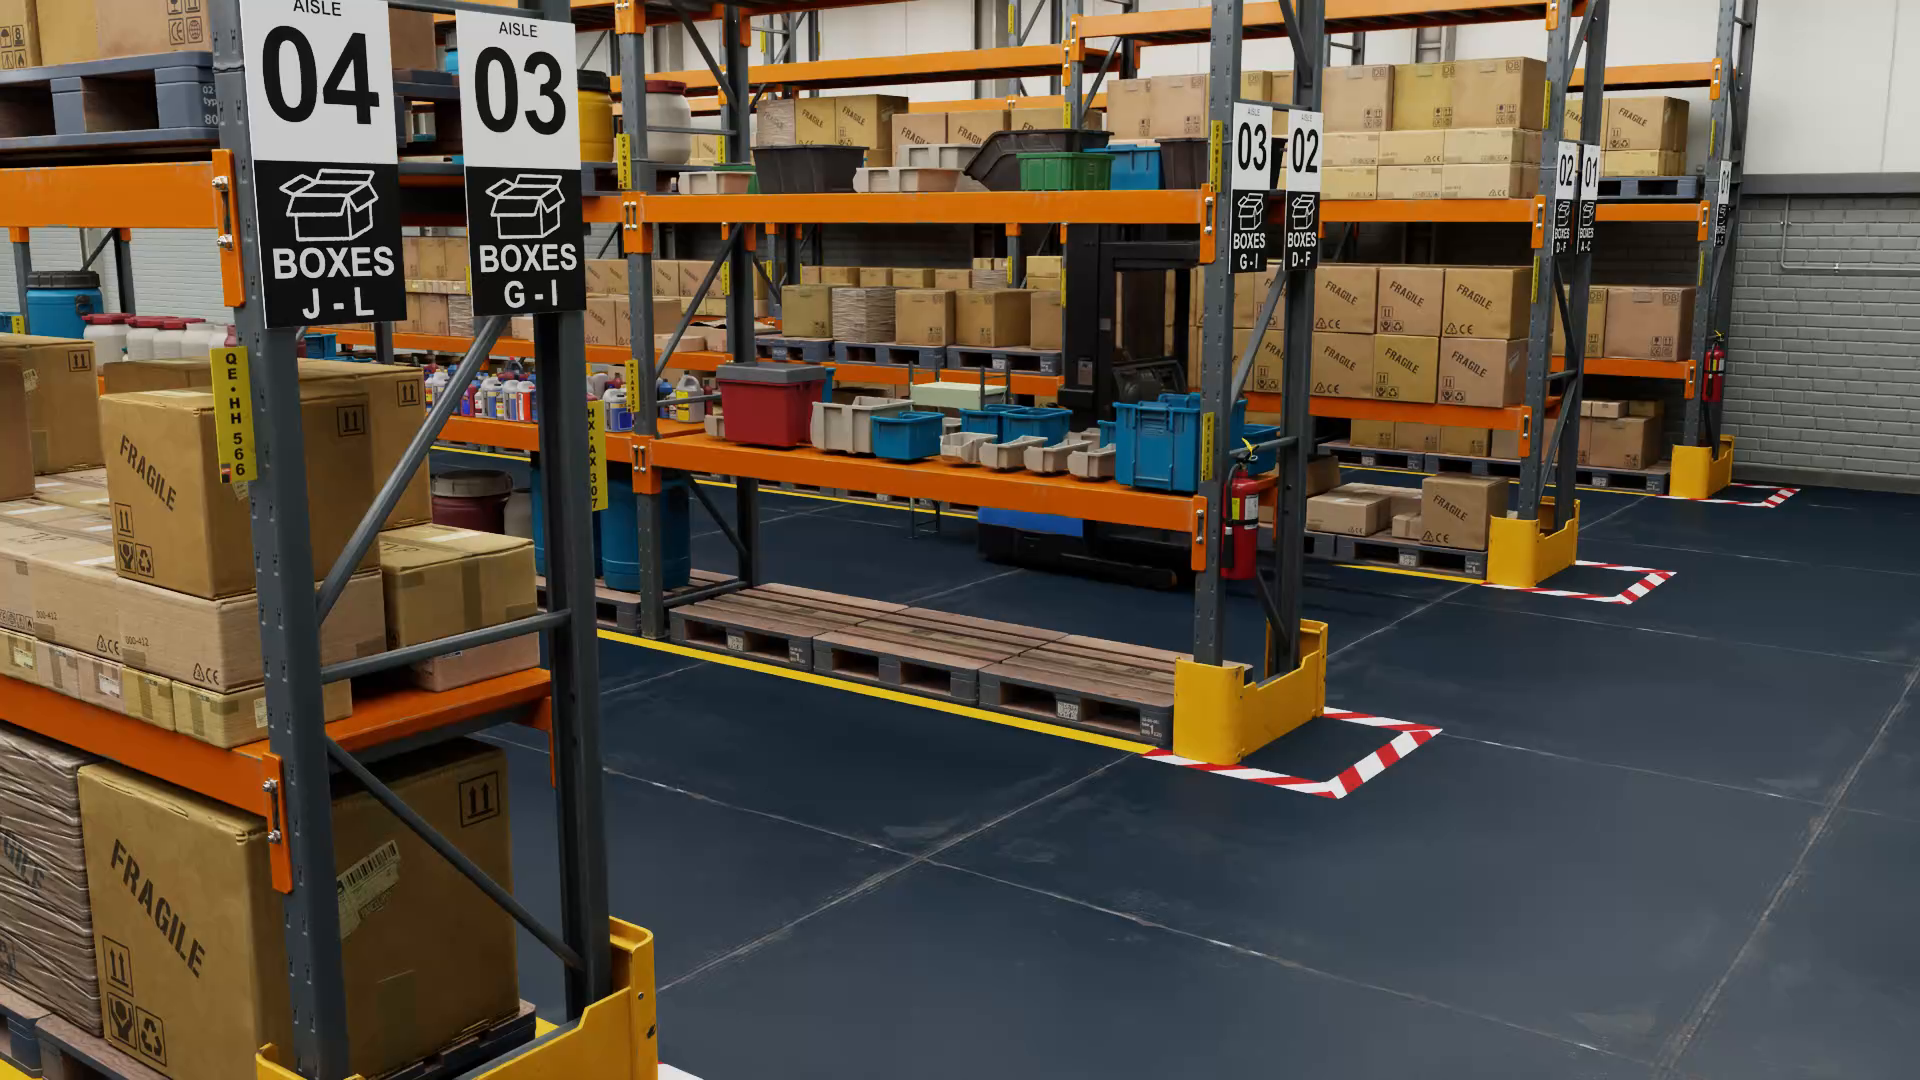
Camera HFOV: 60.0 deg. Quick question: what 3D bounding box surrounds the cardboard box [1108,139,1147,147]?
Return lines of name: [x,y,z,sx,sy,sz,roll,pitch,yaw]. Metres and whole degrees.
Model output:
cardboard box: [1.466,-3.217,13.942,0.500,0.250,0.500,8,13,36]

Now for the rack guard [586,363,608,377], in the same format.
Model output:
rack guard: [-5.460,-2.537,25.828,0.348,0.500,1.175,8,13,36]

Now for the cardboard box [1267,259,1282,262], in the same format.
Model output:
cardboard box: [3.623,-3.010,18.619,0.500,0.250,0.500,8,14,37]

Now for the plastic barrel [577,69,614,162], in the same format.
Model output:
plastic barrel: [-2.569,-2.750,10.848,0.600,0.588,0.600,0,11,0]

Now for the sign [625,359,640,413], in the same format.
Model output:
sign: [-2.040,-0.959,10.361,0.005,0.325,0.100,8,13,36]

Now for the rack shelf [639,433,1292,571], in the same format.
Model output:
rack shelf: [-0.101,-0.329,9.727,4.000,0.370,1.077,8,13,36]

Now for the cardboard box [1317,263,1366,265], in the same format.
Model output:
cardboard box: [3.008,-2.017,13.663,0.500,0.500,0.500,8,13,35]

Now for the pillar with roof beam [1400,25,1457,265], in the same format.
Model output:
pillar with roof beam: [2.679,-4.764,14.962,0.400,9.000,9.100,8,13,36]

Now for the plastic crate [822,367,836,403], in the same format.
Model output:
plastic crate: [-1.135,-0.928,10.816,0.575,0.384,0.392,8,13,36]

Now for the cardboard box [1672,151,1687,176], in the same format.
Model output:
cardboard box: [6.932,-3.748,16.635,0.500,0.250,0.500,9,14,38]

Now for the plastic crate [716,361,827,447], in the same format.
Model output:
plastic crate: [-1.142,-0.829,10.092,0.583,0.464,0.402,8,13,36]

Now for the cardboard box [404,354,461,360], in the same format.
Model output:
cardboard box: [-6.625,-2.057,20.925,0.500,0.500,0.500,8,13,36]

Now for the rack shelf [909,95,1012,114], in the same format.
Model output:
rack shelf: [-0.685,-5.494,21.684,4.000,0.370,1.077,8,13,36]

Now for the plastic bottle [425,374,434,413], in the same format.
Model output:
plastic bottle: [-3.772,-1.048,11.891,0.097,0.271,0.097,0,11,0]

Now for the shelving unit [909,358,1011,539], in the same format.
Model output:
shelving unit: [-0.005,-0.737,13.891,0.755,1.500,0.431,8,13,36]

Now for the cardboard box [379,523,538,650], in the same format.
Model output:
cardboard box: [-1.648,0.133,5.056,0.500,0.250,0.500,8,13,34]

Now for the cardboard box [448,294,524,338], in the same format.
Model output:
cardboard box: [-5.588,-2.662,19.631,0.500,0.500,0.700,8,13,34]

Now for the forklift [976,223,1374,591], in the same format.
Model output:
forklift: [1.592,-1.179,12.406,3.031,2.935,1.130,9,14,38]

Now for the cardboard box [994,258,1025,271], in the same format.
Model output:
cardboard box: [0.631,-3.491,21.050,0.250,0.149,0.380,6,12,28]

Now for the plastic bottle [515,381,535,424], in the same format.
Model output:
plastic bottle: [-2.923,-0.939,11.312,0.135,0.276,0.152,8,13,36]

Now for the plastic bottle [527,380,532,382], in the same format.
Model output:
plastic bottle: [-2.973,-0.973,11.500,0.097,0.271,0.097,0,11,0]

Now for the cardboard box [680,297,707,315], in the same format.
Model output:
cardboard box: [-3.670,-3.378,23.934,0.500,0.250,0.500,8,13,35]

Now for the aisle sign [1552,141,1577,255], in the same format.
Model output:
aisle sign: [4.319,-2.437,11.885,0.004,0.787,0.394,8,13,36]

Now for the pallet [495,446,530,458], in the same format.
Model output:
pallet: [-4.610,-1.119,19.256,1.213,0.211,1.003,8,13,36]

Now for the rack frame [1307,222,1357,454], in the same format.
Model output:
rack frame: [4.151,-2.424,18.661,0.127,3.000,1.000,8,13,36]

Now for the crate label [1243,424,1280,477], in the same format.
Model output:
crate label: [1.507,-0.483,8.911,0.303,0.233,0.416,8,13,36]

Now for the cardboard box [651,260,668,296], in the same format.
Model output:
cardboard box: [-4.509,-3.861,24.460,0.500,0.500,0.500,7,13,34]

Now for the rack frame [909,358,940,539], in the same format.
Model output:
rack frame: [-0.300,-0.778,14.104,0.023,1.500,0.400,8,13,36]

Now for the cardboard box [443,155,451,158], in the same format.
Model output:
cardboard box: [-6.479,-4.567,20.097,0.637,0.503,0.797,10,15,42]

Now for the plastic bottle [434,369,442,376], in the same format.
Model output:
plastic bottle: [-4.091,-1.237,13.052,0.097,0.201,0.097,0,11,0]

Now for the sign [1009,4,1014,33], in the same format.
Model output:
sign: [0.613,-6.232,19.885,0.005,0.325,0.100,8,13,36]

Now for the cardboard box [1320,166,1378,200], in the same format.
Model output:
cardboard box: [3.068,-2.744,12.813,0.500,0.250,0.500,8,13,36]

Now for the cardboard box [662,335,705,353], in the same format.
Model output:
cardboard box: [-2.891,-2.050,17.391,0.250,0.149,0.380,8,13,36]

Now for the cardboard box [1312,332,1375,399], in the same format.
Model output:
cardboard box: [3.104,-1.388,13.043,0.500,0.500,0.500,8,14,36]

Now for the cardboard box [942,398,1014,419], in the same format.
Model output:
cardboard box: [0.170,-1.226,15.918,0.500,0.250,0.500,8,14,36]

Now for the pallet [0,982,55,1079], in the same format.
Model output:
pallet: [-3.091,1.455,5.954,1.213,0.211,1.003,8,13,36]

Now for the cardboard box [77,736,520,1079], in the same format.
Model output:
cardboard box: [-1.984,1.078,5.048,0.875,0.875,0.875,8,13,36]

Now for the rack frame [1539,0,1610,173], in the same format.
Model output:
rack frame: [4.446,-4.161,11.845,0.127,3.000,1.000,8,13,36]

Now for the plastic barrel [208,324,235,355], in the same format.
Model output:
plastic barrel: [-5.893,-1.495,13.564,0.421,0.512,0.421,0,11,0]

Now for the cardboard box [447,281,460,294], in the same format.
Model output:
cardboard box: [-5.770,-2.958,19.451,0.250,0.149,0.380,8,13,34]

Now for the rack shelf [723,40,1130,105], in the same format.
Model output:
rack shelf: [-0.390,-4.286,15.438,4.000,0.370,1.077,8,13,36]

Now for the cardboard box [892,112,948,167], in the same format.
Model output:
cardboard box: [-0.217,-3.660,15.519,0.600,0.600,0.600,7,13,33]

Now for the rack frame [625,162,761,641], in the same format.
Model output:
rack frame: [-1.713,-0.907,10.821,0.127,3.000,1.000,8,13,36]

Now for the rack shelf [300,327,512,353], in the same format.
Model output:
rack shelf: [-6.838,-2.436,20.619,4.000,0.370,1.077,8,13,36]

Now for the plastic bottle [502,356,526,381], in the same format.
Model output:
plastic bottle: [-3.334,-1.200,12.463,0.185,0.351,0.144,8,13,36]

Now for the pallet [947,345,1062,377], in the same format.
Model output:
pallet: [0.642,-1.677,15.308,1.213,0.211,1.003,8,13,36]

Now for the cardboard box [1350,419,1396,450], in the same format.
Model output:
cardboard box: [4.693,-1.303,18.343,0.500,0.500,0.700,8,14,36]

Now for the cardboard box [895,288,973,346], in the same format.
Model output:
cardboard box: [-0.239,-2.109,15.667,0.500,0.500,0.700,4,12,21]

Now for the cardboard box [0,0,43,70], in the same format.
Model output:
cardboard box: [-2.700,-1.659,5.178,0.500,0.500,0.700,7,13,32]

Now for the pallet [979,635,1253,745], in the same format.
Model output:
pallet: [0.869,0.813,9.272,1.213,0.211,1.003,8,13,36]

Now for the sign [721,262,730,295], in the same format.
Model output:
sign: [-2.328,-2.598,16.512,0.005,0.325,0.100,8,13,36]

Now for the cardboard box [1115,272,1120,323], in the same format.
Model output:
cardboard box: [1.435,-2.109,14.138,0.500,0.500,0.500,8,14,37]

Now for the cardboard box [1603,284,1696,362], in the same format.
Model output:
cardboard box: [6.958,-2.177,16.597,0.700,0.700,0.980,9,14,38]

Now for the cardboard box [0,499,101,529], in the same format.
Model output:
cardboard box: [-3.210,0.042,5.525,0.500,0.250,0.500,8,14,36]
